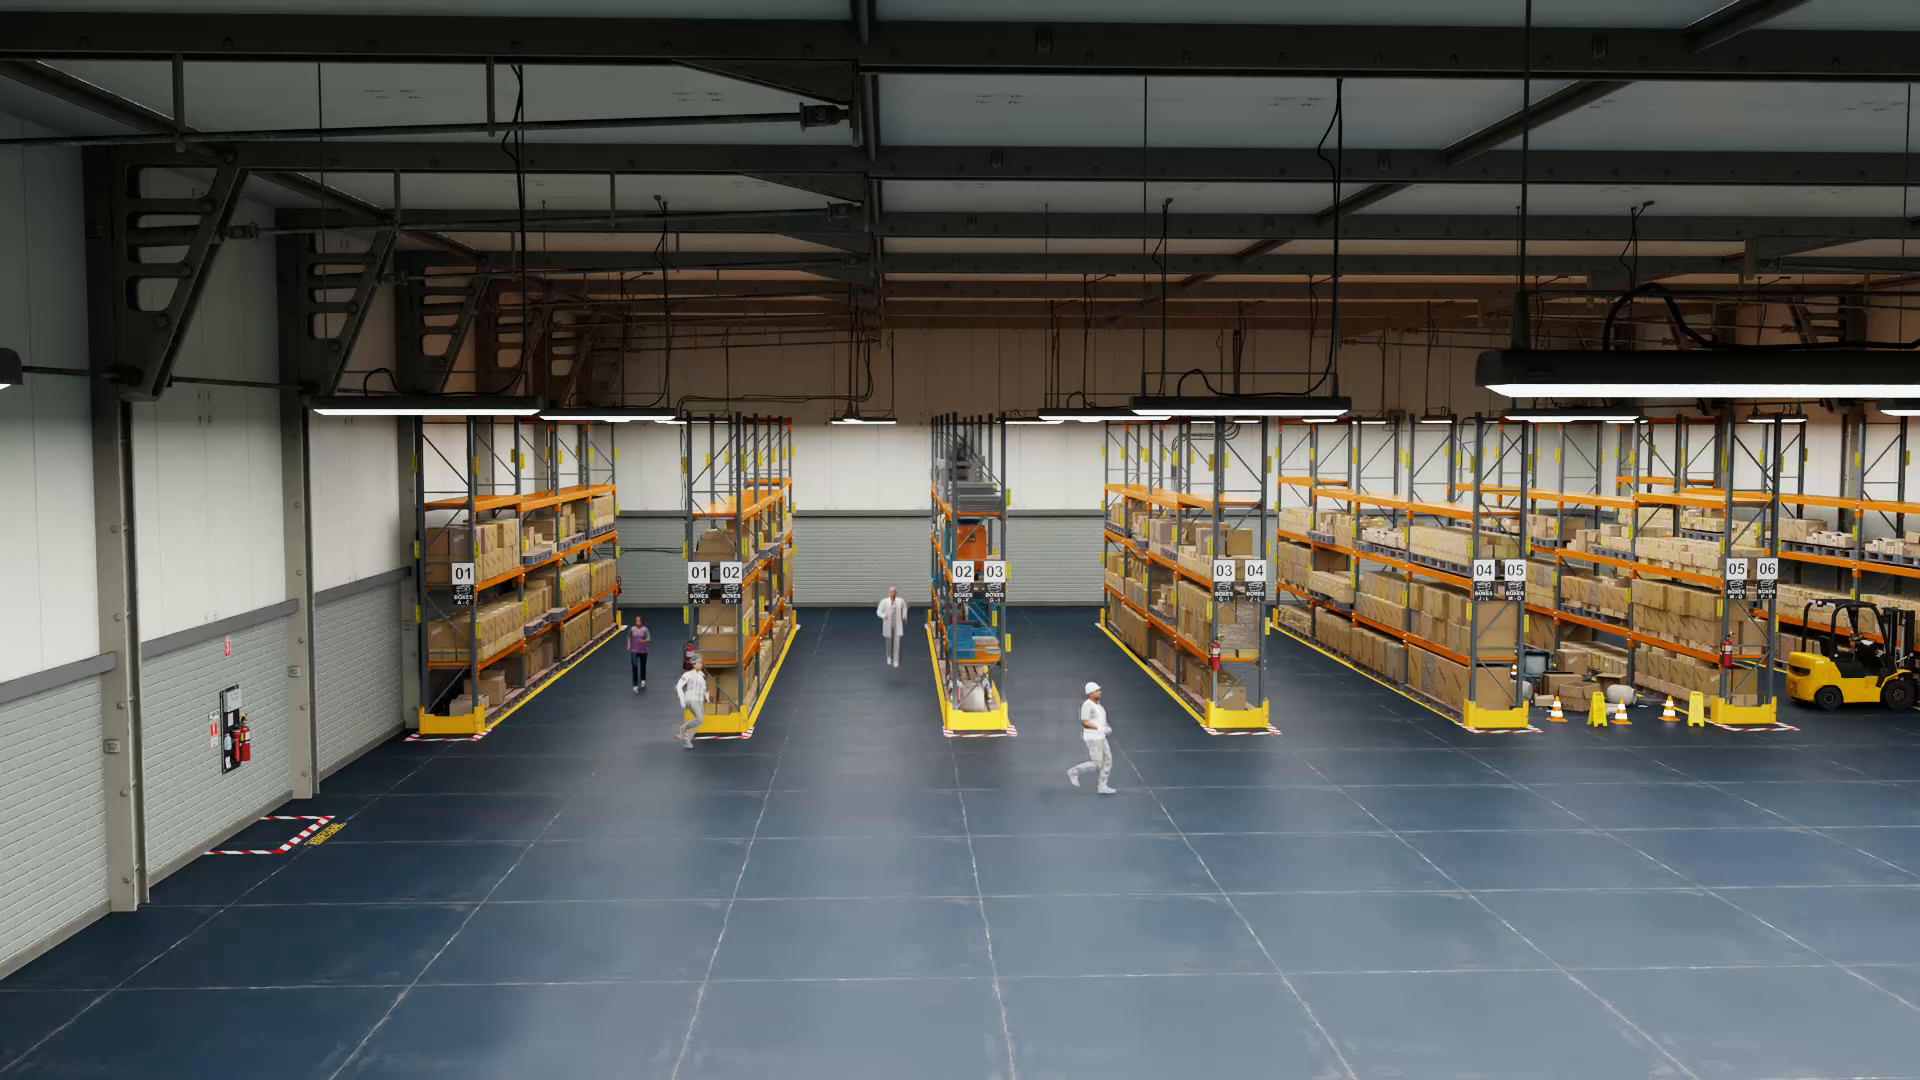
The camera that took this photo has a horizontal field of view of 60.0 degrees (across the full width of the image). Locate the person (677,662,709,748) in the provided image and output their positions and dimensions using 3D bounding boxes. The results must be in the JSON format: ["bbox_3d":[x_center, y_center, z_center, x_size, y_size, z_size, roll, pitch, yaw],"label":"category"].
[{"bbox_3d":[-4.701,2.907,29.786,0.492,1.573,0.639,3,5,36],"label":"person"}]

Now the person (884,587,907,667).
[{"bbox_3d":[-1.520,1.970,37.815,0.677,1.793,0.940,-1,4,-9],"label":"person"}]

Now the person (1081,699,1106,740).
[{"bbox_3d":[2.082,2.794,25.926,0.365,0.626,0.661,1,4,19],"label":"person"}]

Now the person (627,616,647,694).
[{"bbox_3d":[-6.980,2.458,36.034,0.455,1.632,0.759,-1,4,-9],"label":"person"}]
